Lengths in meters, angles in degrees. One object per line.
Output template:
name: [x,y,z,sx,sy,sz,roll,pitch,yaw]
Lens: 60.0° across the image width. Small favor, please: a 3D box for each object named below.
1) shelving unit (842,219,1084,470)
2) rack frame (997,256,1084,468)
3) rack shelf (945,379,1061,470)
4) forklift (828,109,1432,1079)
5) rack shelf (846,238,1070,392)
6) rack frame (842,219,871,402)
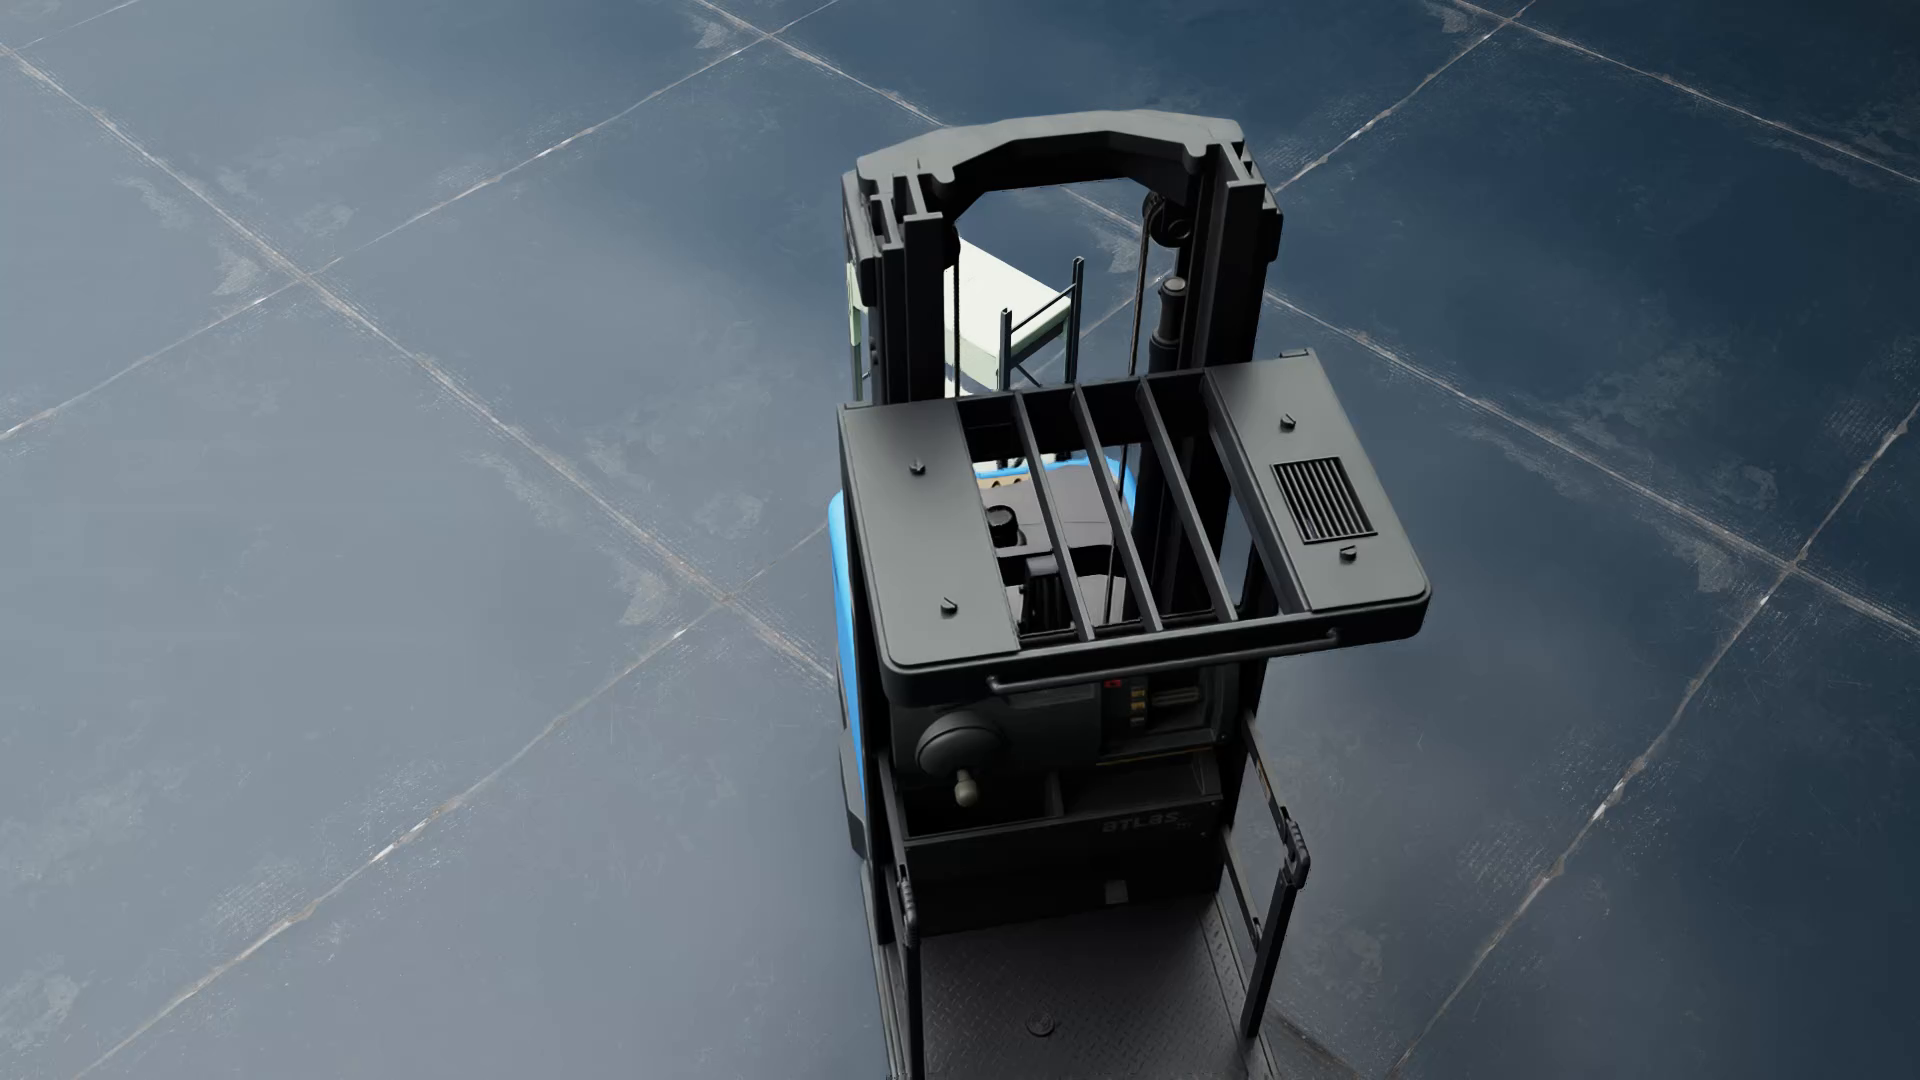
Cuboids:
shelving unit: [0.005,-0.510,6.200,0.755,1.500,0.431,34,55,28]
rack frame: [0.274,-0.329,6.030,0.023,1.500,0.400,34,55,28]
rack shelf: [0.005,-0.287,6.438,0.720,0.370,0.431,34,55,28]
forklift: [0.317,0.557,4.216,1.130,2.935,3.031,-7,47,-7]
rack shelf: [0.005,-0.777,5.916,0.720,0.370,0.431,34,55,28]
rack frame: [-0.264,-0.691,6.370,0.023,1.500,0.400,34,55,28]
